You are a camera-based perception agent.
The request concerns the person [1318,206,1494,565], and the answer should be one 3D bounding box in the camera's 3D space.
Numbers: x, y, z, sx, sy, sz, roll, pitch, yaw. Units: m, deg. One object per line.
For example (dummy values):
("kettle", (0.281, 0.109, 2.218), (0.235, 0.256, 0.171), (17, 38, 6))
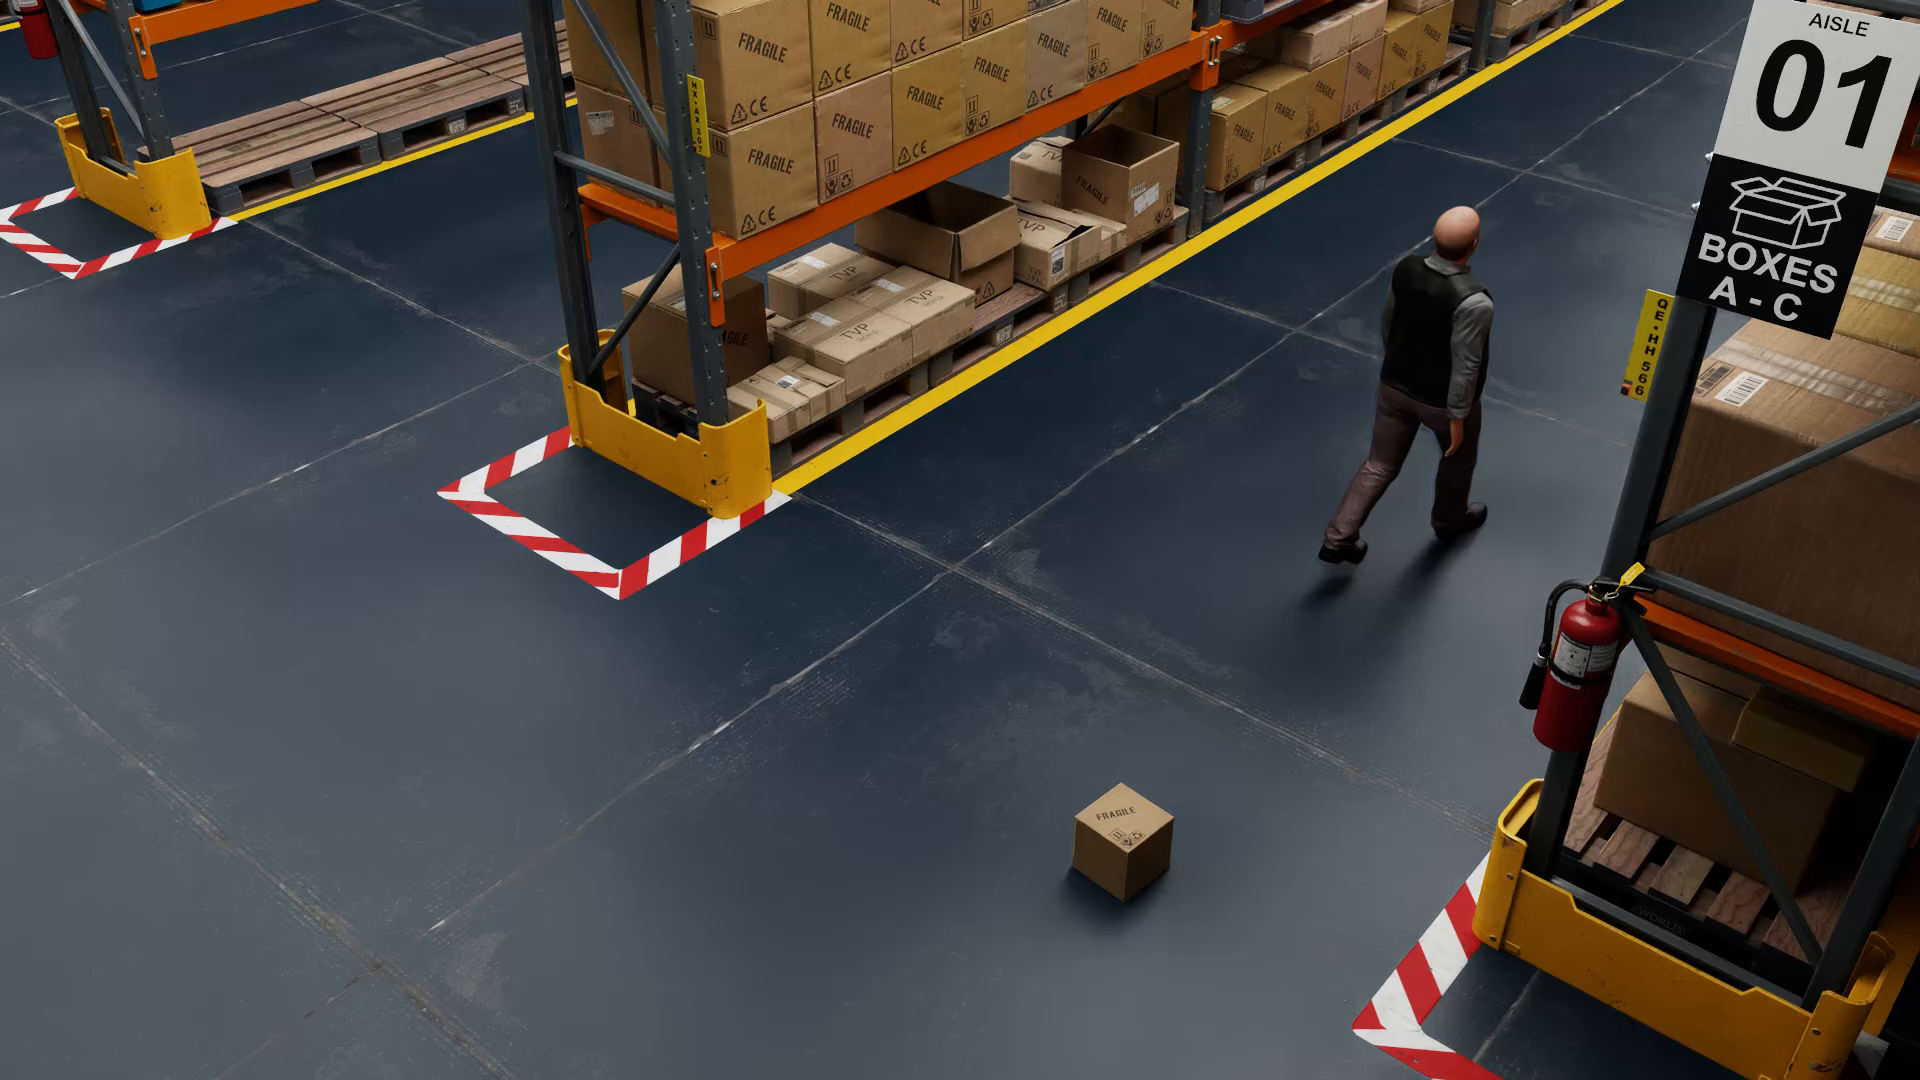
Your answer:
("person", (1.993, -0.651, 7.110), (0.998, 1.683, 0.561), (-27, 43, -33))
